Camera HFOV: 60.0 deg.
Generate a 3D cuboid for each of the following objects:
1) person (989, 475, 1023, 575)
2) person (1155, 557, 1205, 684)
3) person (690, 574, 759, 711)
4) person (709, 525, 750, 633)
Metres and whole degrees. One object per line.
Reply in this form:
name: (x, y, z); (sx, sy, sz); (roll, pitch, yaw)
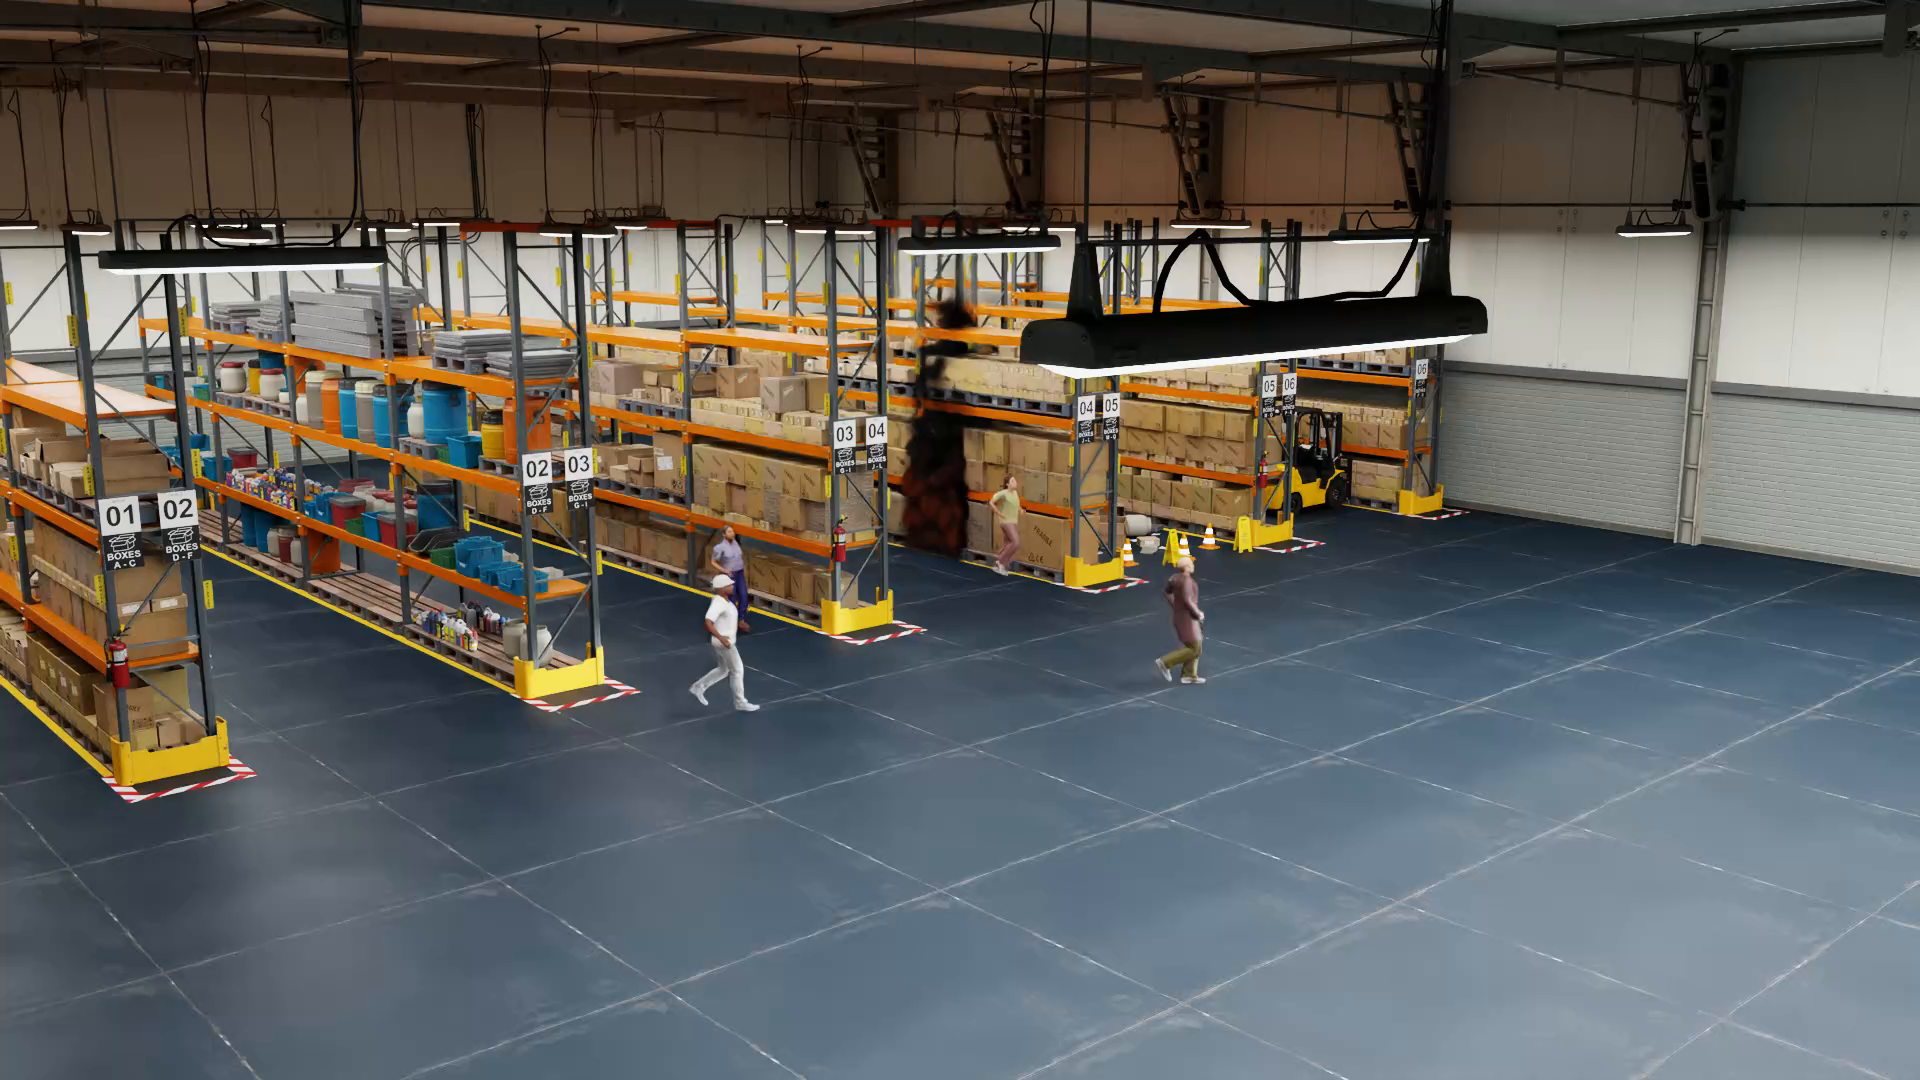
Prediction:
person: (0.837, -0.258, 27.581); (0.518, 1.658, 0.589); (8, 14, 34)
person: (2.944, 1.103, 22.139); (0.755, 1.713, 0.719); (-2, 12, -12)
person: (-2.989, 1.296, 20.937); (0.878, 1.759, 0.717); (-1, 12, -7)
person: (-3.445, 0.574, 24.994); (0.741, 1.587, 0.606); (10, 15, 42)
